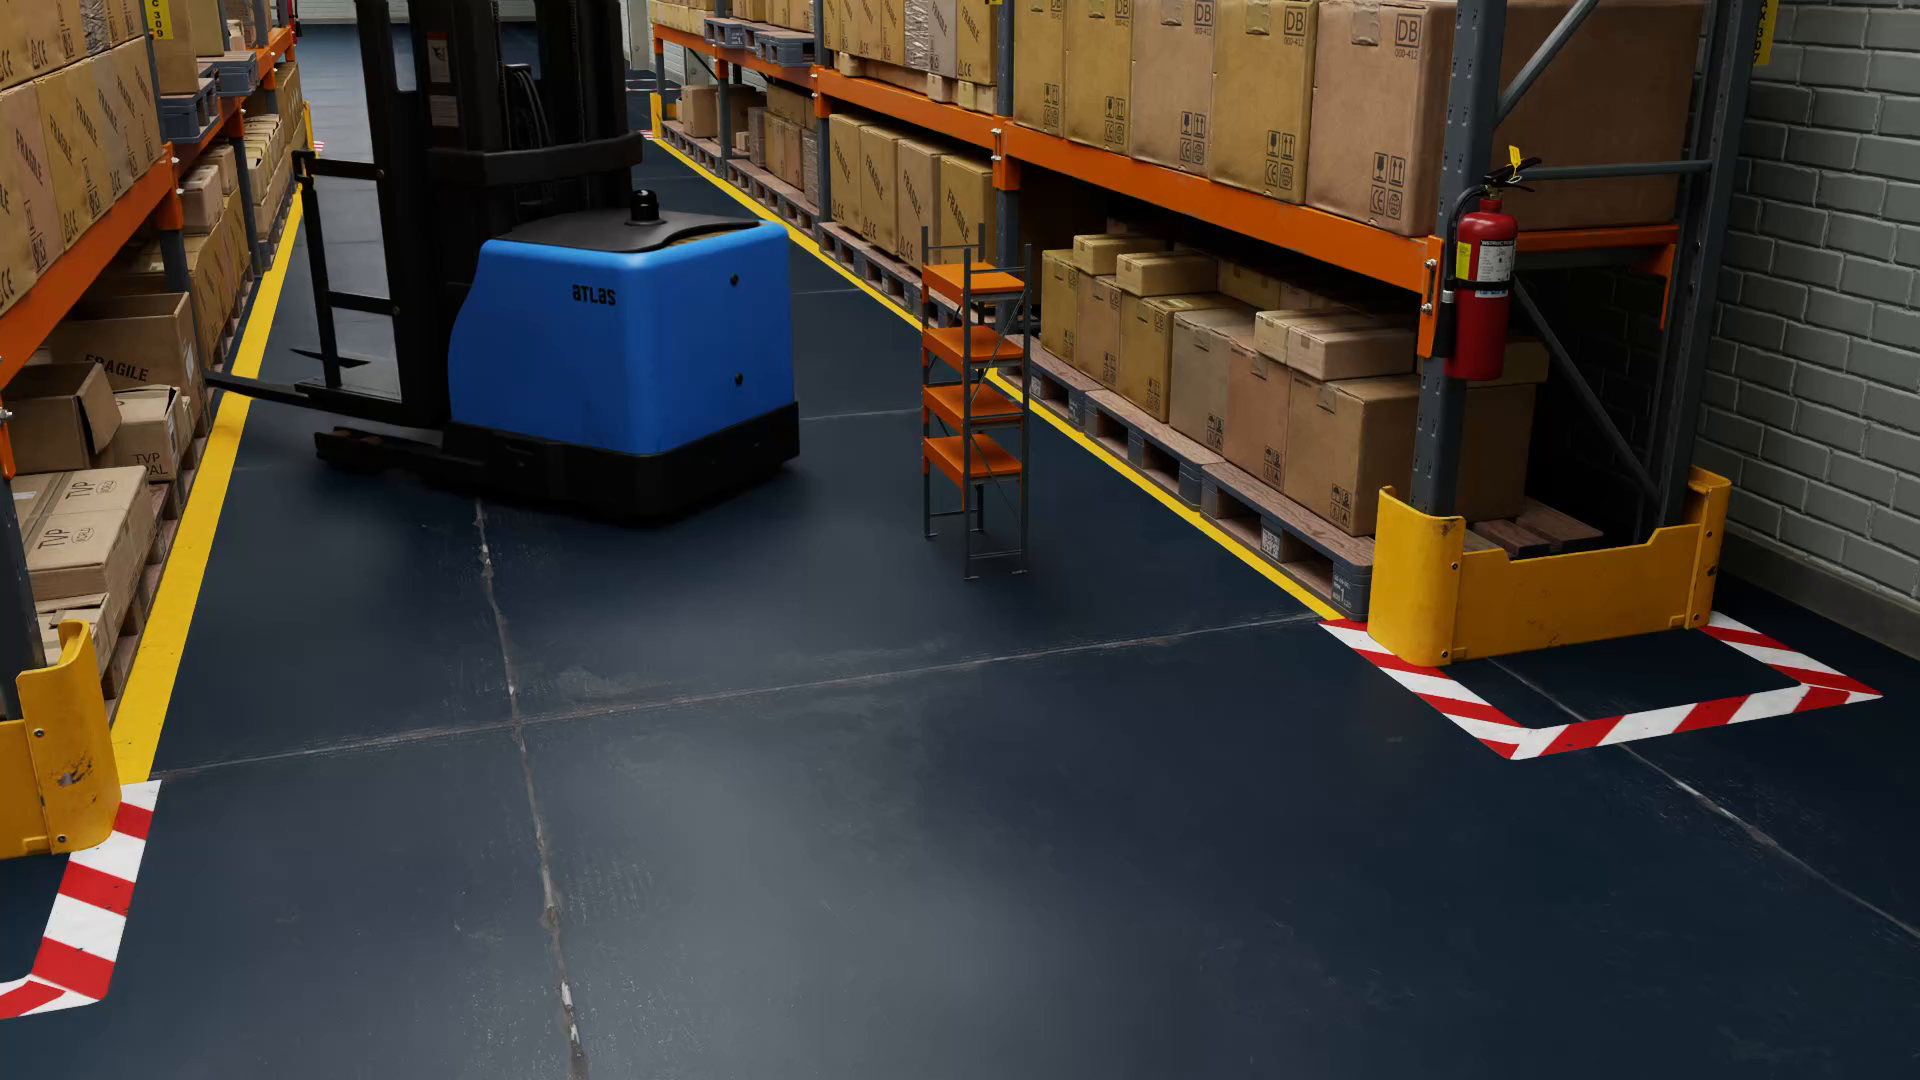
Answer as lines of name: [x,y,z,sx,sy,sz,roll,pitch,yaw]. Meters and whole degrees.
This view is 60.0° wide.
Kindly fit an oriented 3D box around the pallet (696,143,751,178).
pallet: [-2.075,-3.876,16.895,1.003,0.211,1.213,-6,21,-17]

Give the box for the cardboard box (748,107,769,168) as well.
cardboard box: [-1.583,-3.773,15.529,0.700,0.500,0.500,-6,21,-15]

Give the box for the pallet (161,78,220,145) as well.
pallet: [-4.165,-2.059,7.996,1.003,0.211,1.213,-6,21,-17]

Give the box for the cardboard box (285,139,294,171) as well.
cardboard box: [-6.390,-3.533,15.263,0.500,0.250,0.500,-6,21,-17]

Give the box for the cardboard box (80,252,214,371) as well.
cardboard box: [-3.938,-1.093,8.070,0.500,0.500,0.500,-7,21,-20]

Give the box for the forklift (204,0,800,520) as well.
forklift: [-2.234,-1.805,7.106,3.031,2.935,1.130,11,23,28]

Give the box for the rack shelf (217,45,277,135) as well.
rack shelf: [-5.903,-3.469,12.700,1.077,0.370,4.000,-6,21,-17]

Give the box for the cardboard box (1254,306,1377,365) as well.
cardboard box: [1.332,-0.770,6.239,0.380,0.149,0.250,-6,21,-16]

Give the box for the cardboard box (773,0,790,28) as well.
cardboard box: [-1.143,-4.494,13.692,0.700,0.500,0.500,-6,21,-17]

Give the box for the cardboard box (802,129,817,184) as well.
cardboard box: [-0.901,-3.127,13.731,0.700,0.500,0.500,-6,21,-17]

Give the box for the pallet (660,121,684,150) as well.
pallet: [-2.842,-4.659,19.075,1.003,0.211,1.213,-6,21,-17]

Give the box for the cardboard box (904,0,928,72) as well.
cardboard box: [-0.020,-3.052,9.858,0.500,0.500,0.500,-6,21,-17]

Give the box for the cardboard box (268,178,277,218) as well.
cardboard box: [-5.488,-2.596,12.652,0.500,0.250,0.500,-7,21,-19]

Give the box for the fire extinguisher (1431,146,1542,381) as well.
fire extinguisher: [1.551,-0.816,4.918,0.296,0.674,0.183,-6,21,-17]

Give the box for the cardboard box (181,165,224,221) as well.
cardboard box: [-4.411,-1.928,9.285,0.500,0.250,0.500,-7,21,-18]

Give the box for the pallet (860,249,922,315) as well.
pallet: [-0.017,-1.729,10.917,1.003,0.211,1.213,-6,21,-17]

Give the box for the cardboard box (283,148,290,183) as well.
cardboard box: [-6.126,-3.250,14.474,0.500,0.250,0.500,-7,21,-18]

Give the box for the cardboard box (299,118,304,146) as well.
cardboard box: [-7.013,-4.176,17.052,0.500,0.250,0.500,-6,21,-17]

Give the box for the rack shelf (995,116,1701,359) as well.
rack shelf: [1.313,-1.429,7.021,1.077,0.370,4.000,-6,21,-17]

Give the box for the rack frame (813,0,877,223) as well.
rack frame: [-0.573,-3.693,12.260,1.000,3.000,0.127,-6,21,-17]

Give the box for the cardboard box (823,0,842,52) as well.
cardboard box: [-0.664,-3.706,11.680,0.500,0.500,0.500,-6,21,-16]

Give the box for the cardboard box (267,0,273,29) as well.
cardboard box: [-7.655,-5.628,17.501,0.700,0.500,0.500,-6,21,-17]

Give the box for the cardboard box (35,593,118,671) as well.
cardboard box: [-2.644,0.277,4.748,0.380,0.166,0.250,-6,21,-17]

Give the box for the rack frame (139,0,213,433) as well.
rack frame: [-4.017,-1.882,7.218,1.000,3.000,0.127,-6,21,-17]

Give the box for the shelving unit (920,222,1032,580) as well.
shelving unit: [0.052,-0.512,6.066,0.258,1.200,0.503,-6,21,-17]

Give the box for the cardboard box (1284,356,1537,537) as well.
cardboard box: [1.626,-0.361,6.060,0.700,0.500,0.500,-6,21,-17]

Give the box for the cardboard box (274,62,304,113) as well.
cardboard box: [-7.338,-4.849,17.815,0.500,0.500,0.500,-6,21,-17]

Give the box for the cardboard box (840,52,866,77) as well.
cardboard box: [-0.616,-3.278,11.446,0.380,0.149,0.250,-6,21,-16]

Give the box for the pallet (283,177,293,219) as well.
pallet: [-6.263,-2.904,14.190,1.003,0.211,1.213,-6,21,-17]

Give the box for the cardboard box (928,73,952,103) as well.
cardboard box: [0.030,-2.624,9.626,0.380,0.149,0.250,-6,21,-17]

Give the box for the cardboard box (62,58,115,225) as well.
cardboard box: [-3.127,-1.302,5.457,0.500,0.500,0.500,-6,21,-16]

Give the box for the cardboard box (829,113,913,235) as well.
cardboard box: [-0.467,-2.629,11.857,0.750,0.750,0.750,-7,21,-18]

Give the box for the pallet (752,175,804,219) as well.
pallet: [-1.197,-3.022,14.518,1.003,0.211,1.213,-6,21,-17]

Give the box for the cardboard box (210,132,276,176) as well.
cardboard box: [-5.654,-3.029,13.028,0.500,0.311,0.500,-7,21,-18]

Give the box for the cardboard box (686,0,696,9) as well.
cardboard box: [-2.435,-5.547,16.504,0.500,0.500,0.500,-7,21,-18]

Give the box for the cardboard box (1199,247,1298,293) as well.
cardboard box: [1.294,-1.218,7.487,0.380,0.149,0.250,-6,21,-17]

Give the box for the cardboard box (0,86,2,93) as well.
cardboard box: [-2.649,-1.286,3.933,0.500,0.500,0.500,-6,21,-16]

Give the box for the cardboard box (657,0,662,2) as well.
cardboard box: [-3.077,-6.207,18.343,0.500,0.500,0.500,-6,21,-17]

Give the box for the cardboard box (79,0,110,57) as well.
cardboard box: [-3.291,-1.939,5.749,0.500,0.500,0.500,-6,21,-17]

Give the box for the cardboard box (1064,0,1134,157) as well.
cardboard box: [1.063,-2.140,7.492,0.980,0.700,0.700,-7,21,-19]

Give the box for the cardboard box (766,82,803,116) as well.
cardboard box: [-1.442,-3.985,15.010,0.500,0.250,0.500,-7,21,-18]

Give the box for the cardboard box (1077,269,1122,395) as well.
cardboard box: [0.976,-1.018,7.890,0.700,0.500,0.500,-7,21,-18]

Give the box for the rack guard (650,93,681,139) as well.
rack guard: [-3.064,-5.059,19.762,1.175,0.500,0.348,-6,21,-17]

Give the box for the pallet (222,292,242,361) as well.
pallet: [-4.696,-1.218,9.497,1.003,0.211,1.213,-6,21,-17]

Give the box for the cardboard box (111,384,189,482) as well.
cardboard box: [-3.333,-0.430,6.503,0.500,0.311,0.500,-6,21,-17]

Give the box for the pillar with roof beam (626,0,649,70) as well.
pillar with roof beam: [-9.905,-12.344,27.472,9.100,9.000,0.400,-6,21,-17]

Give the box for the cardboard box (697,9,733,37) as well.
cardboard box: [-2.267,-5.035,16.189,0.500,0.250,0.500,-6,21,-17]

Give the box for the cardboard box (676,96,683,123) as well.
cardboard box: [-2.956,-4.970,19.143,0.500,0.311,0.500,-9,22,-23]

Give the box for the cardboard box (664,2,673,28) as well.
cardboard box: [-2.905,-5.679,17.983,0.500,0.250,0.500,-7,21,-18]

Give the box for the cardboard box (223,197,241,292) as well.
cardboard box: [-4.596,-1.755,9.911,0.500,0.500,0.500,-7,21,-19]

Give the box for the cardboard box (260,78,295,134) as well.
cardboard box: [-6.545,-4.047,15.584,0.500,0.500,0.500,-6,21,-17]

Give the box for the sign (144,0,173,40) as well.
sign: [-3.505,-2.349,7.239,0.100,0.325,0.005,-6,21,-17]

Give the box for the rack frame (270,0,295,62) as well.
rack frame: [-7.789,-5.733,17.939,1.000,3.000,0.127,-6,21,-17]

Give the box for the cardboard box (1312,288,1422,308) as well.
cardboard box: [1.617,-0.890,6.574,0.380,0.149,0.250,-6,21,-17]

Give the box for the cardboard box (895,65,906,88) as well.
cardboard box: [-0.197,-2.963,10.569,0.380,0.149,0.250,-6,21,-17]

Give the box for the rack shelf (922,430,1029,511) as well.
rack shelf: [0.052,-0.261,6.156,0.258,0.148,0.480,-6,21,-17]
